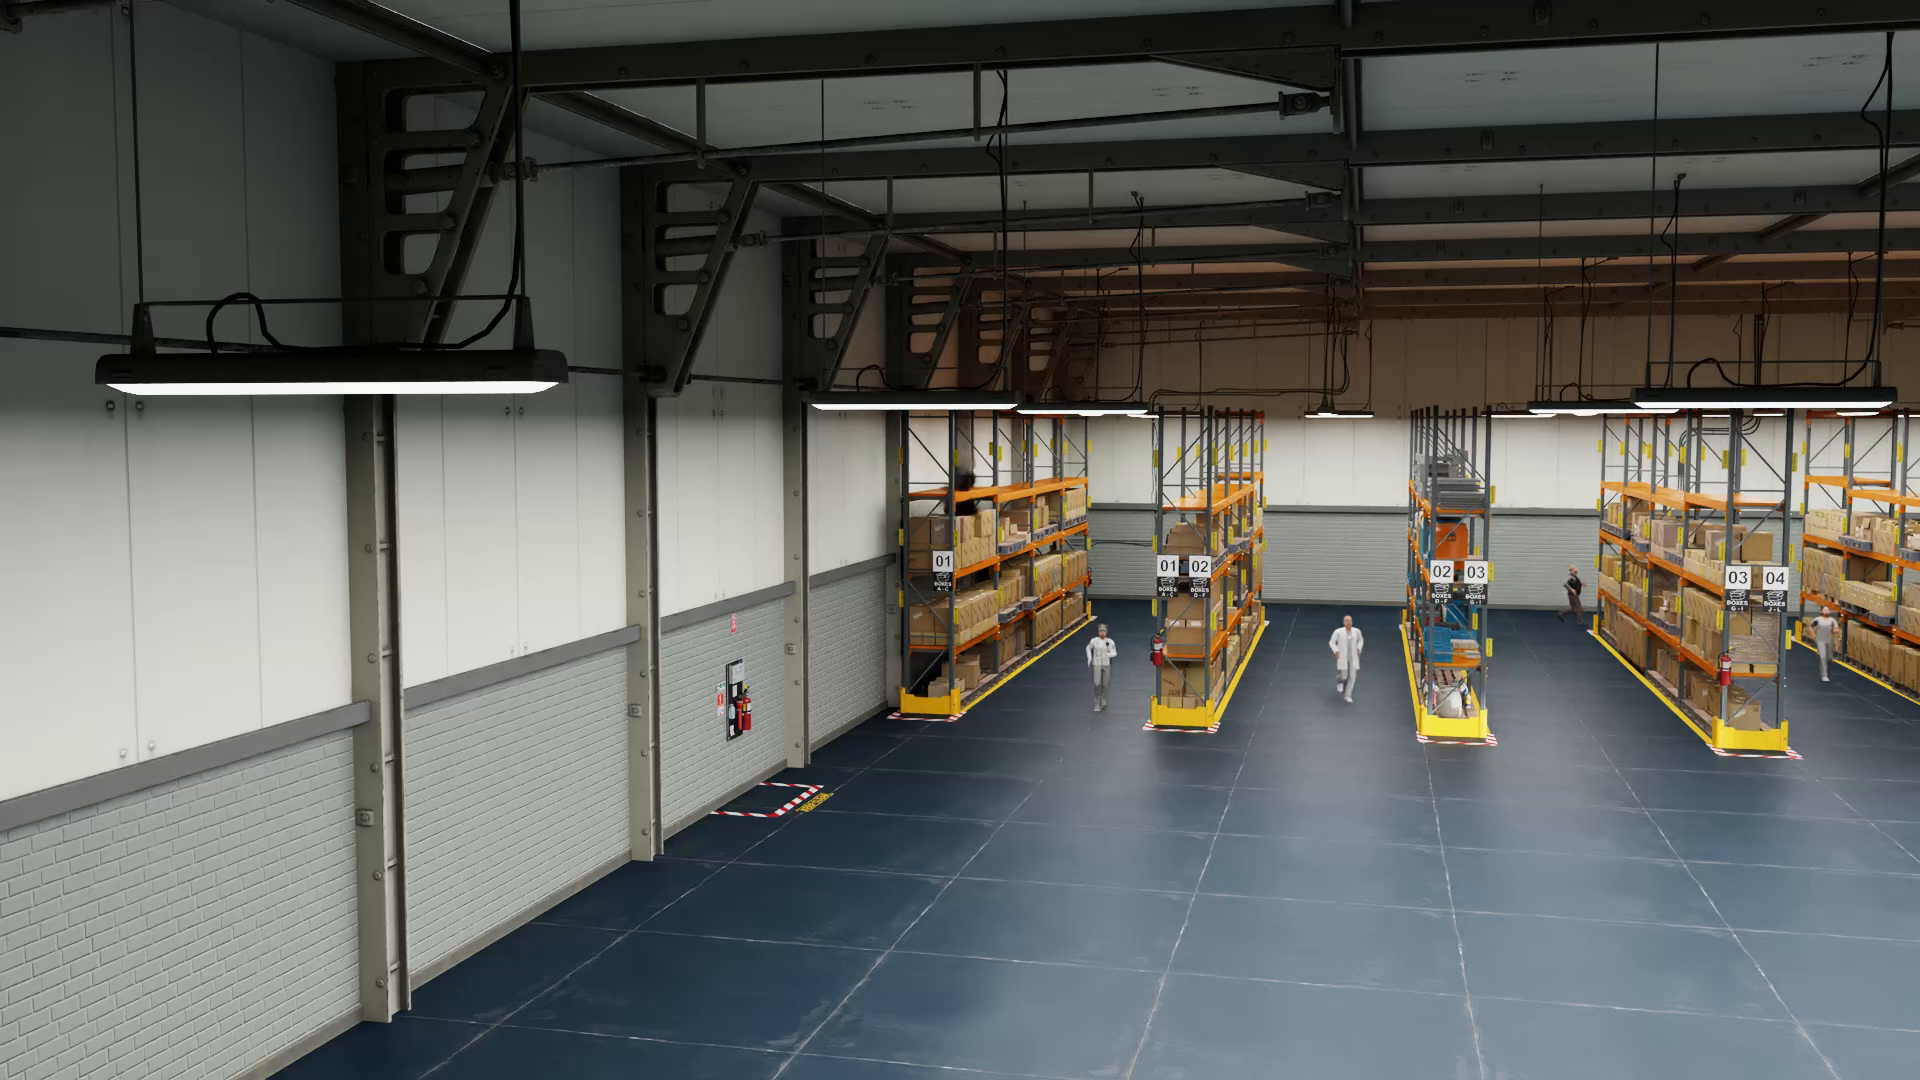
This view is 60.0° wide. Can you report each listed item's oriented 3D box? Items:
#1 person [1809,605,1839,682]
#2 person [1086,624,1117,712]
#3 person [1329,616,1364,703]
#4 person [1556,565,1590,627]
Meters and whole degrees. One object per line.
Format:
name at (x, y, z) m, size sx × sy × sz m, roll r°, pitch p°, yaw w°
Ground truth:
person at (19.050, 2.254, 36.663) m, size 0.574 × 1.645 × 0.929 m, roll 1°, pitch 4°, yaw 13°
person at (2.801, 2.524, 32.869) m, size 0.576 × 1.749 × 0.710 m, roll 0°, pitch 4°, yaw 1°
person at (7.932, 2.459, 34.060) m, size 0.711 × 1.661 × 0.756 m, roll 0°, pitch 4°, yaw -1°
person at (17.050, 1.544, 46.262) m, size 0.930 × 1.699 × 0.590 m, roll 2°, pitch 5°, yaw 29°
